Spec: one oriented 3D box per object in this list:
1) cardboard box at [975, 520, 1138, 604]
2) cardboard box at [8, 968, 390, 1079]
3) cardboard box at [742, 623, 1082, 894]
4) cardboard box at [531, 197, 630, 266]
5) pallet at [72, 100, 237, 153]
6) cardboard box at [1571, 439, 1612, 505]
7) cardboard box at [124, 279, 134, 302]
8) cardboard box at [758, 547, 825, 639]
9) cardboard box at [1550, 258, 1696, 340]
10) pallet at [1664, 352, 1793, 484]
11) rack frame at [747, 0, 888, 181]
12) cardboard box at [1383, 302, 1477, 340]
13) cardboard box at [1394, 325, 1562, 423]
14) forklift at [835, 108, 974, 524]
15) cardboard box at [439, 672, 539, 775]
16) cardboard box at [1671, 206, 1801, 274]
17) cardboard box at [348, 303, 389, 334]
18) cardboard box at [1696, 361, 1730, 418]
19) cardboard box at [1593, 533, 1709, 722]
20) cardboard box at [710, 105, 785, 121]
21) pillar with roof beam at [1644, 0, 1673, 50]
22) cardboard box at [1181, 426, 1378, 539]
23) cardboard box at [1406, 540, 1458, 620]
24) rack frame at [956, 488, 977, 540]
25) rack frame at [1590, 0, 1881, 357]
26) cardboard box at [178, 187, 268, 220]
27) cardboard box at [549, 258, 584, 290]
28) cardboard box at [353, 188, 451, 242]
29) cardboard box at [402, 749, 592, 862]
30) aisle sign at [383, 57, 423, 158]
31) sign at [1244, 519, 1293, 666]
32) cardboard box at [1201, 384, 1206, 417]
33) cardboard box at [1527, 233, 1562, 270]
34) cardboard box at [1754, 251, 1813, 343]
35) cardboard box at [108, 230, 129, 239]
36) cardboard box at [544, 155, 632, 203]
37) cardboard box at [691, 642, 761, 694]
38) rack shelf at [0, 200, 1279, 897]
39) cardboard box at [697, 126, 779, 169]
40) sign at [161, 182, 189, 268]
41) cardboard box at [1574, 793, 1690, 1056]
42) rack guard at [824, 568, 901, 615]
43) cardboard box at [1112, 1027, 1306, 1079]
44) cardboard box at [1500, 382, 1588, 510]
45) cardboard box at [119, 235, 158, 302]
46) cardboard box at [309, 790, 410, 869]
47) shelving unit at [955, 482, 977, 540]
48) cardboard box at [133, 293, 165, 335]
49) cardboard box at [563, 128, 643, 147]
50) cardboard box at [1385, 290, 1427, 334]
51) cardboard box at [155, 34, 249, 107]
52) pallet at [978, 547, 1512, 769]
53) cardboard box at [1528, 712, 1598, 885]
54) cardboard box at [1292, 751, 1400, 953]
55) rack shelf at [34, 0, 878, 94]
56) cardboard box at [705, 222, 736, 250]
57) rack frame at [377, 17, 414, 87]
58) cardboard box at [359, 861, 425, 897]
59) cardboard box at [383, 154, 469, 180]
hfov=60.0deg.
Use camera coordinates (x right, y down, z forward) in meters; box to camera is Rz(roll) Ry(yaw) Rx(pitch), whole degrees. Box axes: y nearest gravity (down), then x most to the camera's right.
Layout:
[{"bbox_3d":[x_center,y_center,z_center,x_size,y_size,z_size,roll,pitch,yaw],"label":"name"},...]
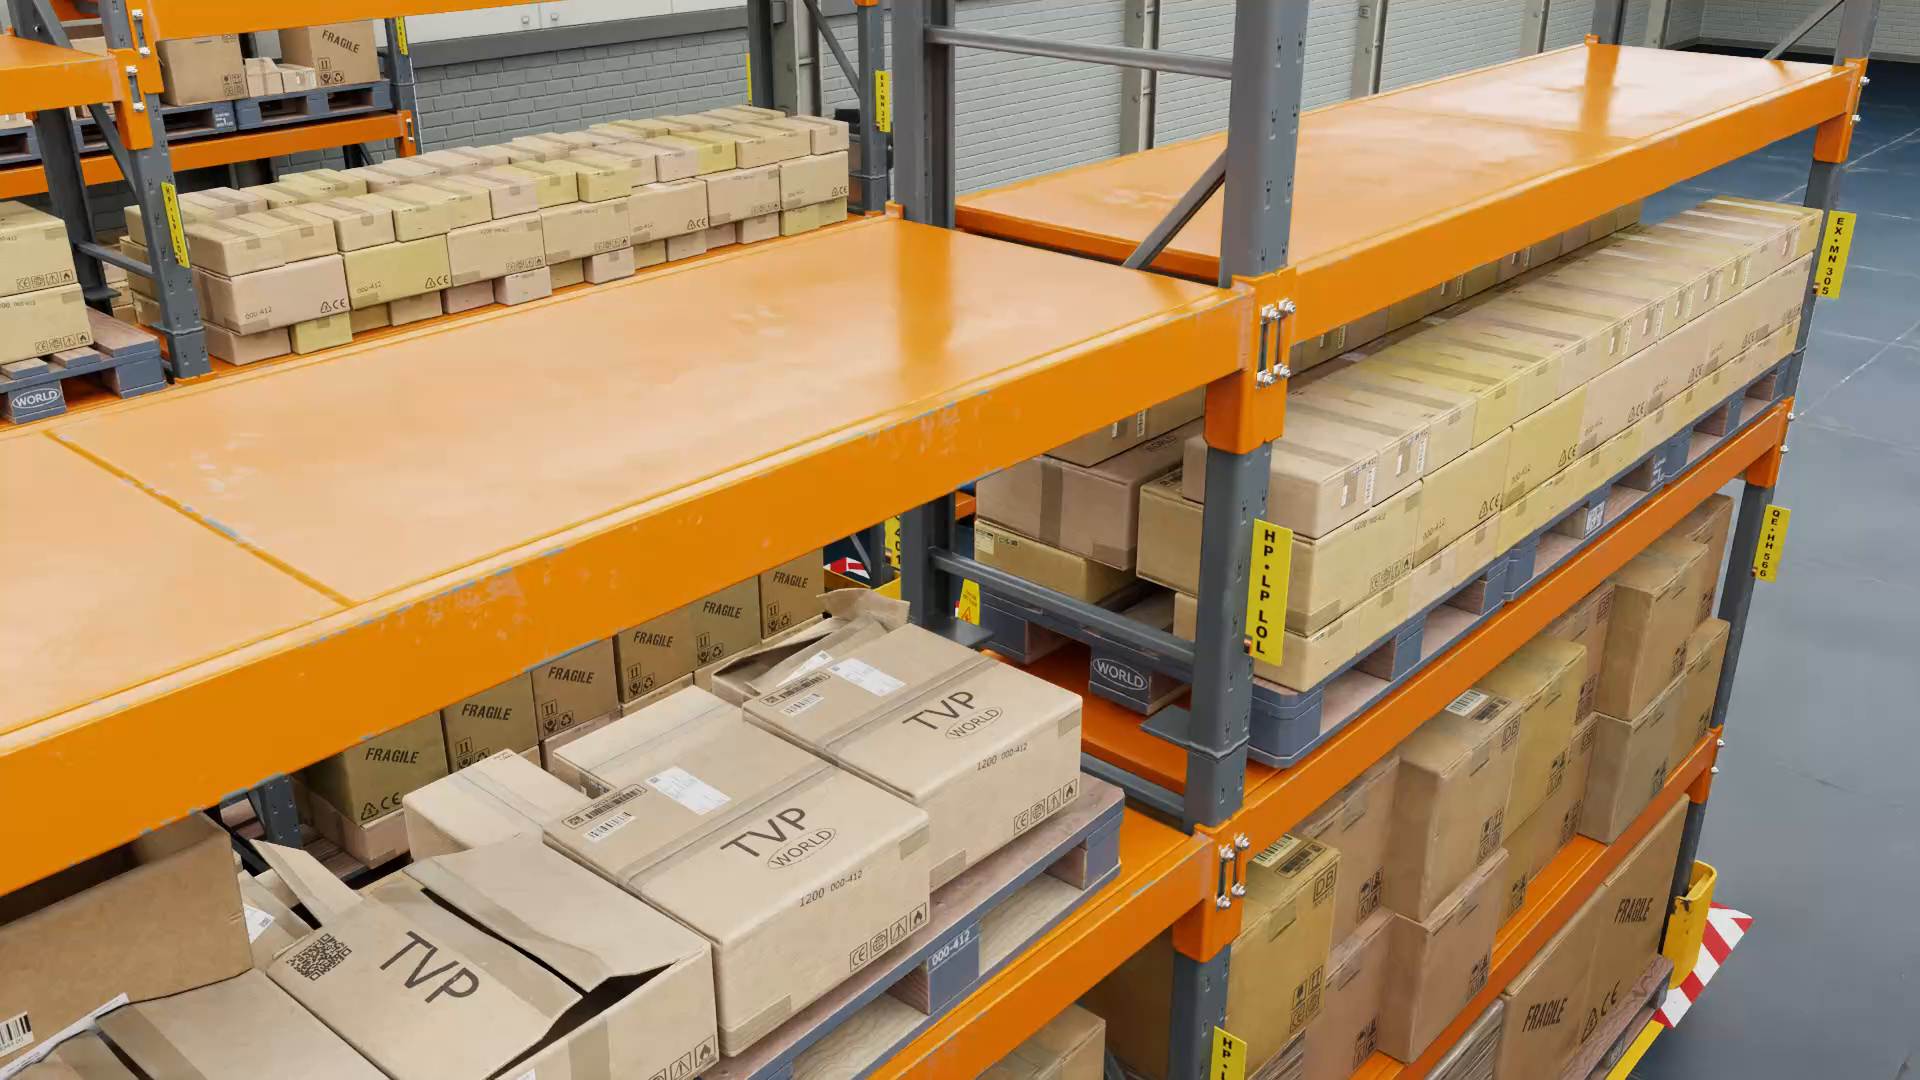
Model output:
[{"bbox_3d":[0.260,0.029,4.496,0.380,0.149,0.250,20,31,37],"label":"cardboard box"},{"bbox_3d":[-1.090,0.902,2.350,0.500,0.311,0.500,19,31,37],"label":"cardboard box"},{"bbox_3d":[-0.097,0.440,3.456,0.500,0.250,0.500,21,31,38],"label":"cardboard box"},{"bbox_3d":[-1.984,-1.561,8.190,0.500,0.250,0.500,21,31,38],"label":"cardboard box"},{"bbox_3d":[-5.833,-2.922,11.514,1.003,0.211,1.213,20,31,38],"label":"pallet"},{"bbox_3d":[1.766,-0.255,5.128,0.380,0.149,0.250,21,31,38],"label":"cardboard box"},{"bbox_3d":[-5.742,-1.789,11.631,0.380,0.149,0.250,19,31,36],"label":"cardboard box"},{"bbox_3d":[-1.169,0.215,10.006,0.500,0.500,0.500,20,31,38],"label":"cardboard box"},{"bbox_3d":[2.104,-0.773,5.309,0.380,0.149,0.250,20,31,37],"label":"cardboard box"},{"bbox_3d":[2.438,-0.600,6.335,1.003,0.211,1.213,20,31,38],"label":"pallet"},{"bbox_3d":[-0.829,-3.559,9.159,1.000,3.000,0.127,20,31,38],"label":"rack frame"},{"bbox_3d":[1.402,-0.635,5.489,0.500,0.250,0.500,20,31,37],"label":"cardboard box"},{"bbox_3d":[1.430,-0.466,4.625,0.380,0.149,0.250,21,31,38],"label":"cardboard box"},{"bbox_3d":[-1.210,-1.617,12.244,3.031,2.935,1.130,-1,24,-3],"label":"forklift"},{"bbox_3d":[-2.555,0.846,8.599,0.500,0.500,0.500,22,32,40],"label":"cardboard box"},{"bbox_3d":[2.785,-1.085,6.004,0.380,0.149,0.250,20,31,38],"label":"cardboard box"},{"bbox_3d":[-2.808,-1.055,7.548,0.380,0.149,0.250,20,31,38],"label":"cardboard box"},{"bbox_3d":[2.447,-0.566,5.823,0.380,0.149,0.250,21,31,38],"label":"cardboard box"},{"bbox_3d":[2.350,0.234,6.531,0.875,0.550,0.550,20,31,38],"label":"cardboard box"},{"bbox_3d":[-1.218,-2.387,9.544,0.380,0.149,0.250,20,31,37],"label":"cardboard box"},{"bbox_3d":[17.564,-12.912,30.019,9.100,9.000,0.400,20,31,38],"label":"pillar with roof beam"},{"bbox_3d":[0.751,-0.155,3.931,0.380,0.149,0.250,20,31,38],"label":"cardboard box"},{"bbox_3d":[1.090,0.054,4.440,0.380,0.149,0.250,20,31,37],"label":"cardboard box"},{"bbox_3d":[0.046,-0.500,12.053,0.200,1.050,0.008,20,31,38],"label":"rack frame"},{"bbox_3d":[2.925,-2.238,6.213,1.000,3.000,0.127,20,31,38],"label":"rack frame"},{"bbox_3d":[-3.333,-1.477,7.515,0.380,0.149,0.250,19,30,36],"label":"cardboard box"},{"bbox_3d":[-2.076,-1.355,8.218,0.380,0.149,0.250,20,31,38],"label":"cardboard box"},{"bbox_3d":[-2.515,-1.465,7.489,0.380,0.149,0.250,20,31,37],"label":"cardboard box"},{"bbox_3d":[-0.874,0.583,3.260,0.380,0.149,0.250,20,31,38],"label":"cardboard box"},{"bbox_3d":[-4.265,-3.302,12.741,0.394,0.787,0.004,20,31,38],"label":"aisle sign"},{"bbox_3d":[0.666,0.115,3.615,0.100,0.325,0.005,20,31,38],"label":"sign"},{"bbox_3d":[0.599,-0.489,4.675,0.380,0.149,0.250,20,31,37],"label":"cardboard box"},{"bbox_3d":[1.957,-1.110,6.061,0.380,0.149,0.250,21,31,38],"label":"cardboard box"},{"bbox_3d":[2.806,-0.948,6.188,0.500,0.250,0.500,21,31,38],"label":"cardboard box"},{"bbox_3d":[-5.965,-2.145,12.061,0.380,0.149,0.250,20,31,38],"label":"cardboard box"},{"bbox_3d":[-1.833,-1.779,8.189,0.380,0.149,0.250,21,32,39],"label":"cardboard box"},{"bbox_3d":[-1.520,0.717,9.803,0.500,0.250,0.500,20,31,38],"label":"cardboard box"},{"bbox_3d":[-1.080,0.101,2.365,1.077,0.370,4.000,20,31,38],"label":"rack shelf"},{"bbox_3d":[-1.192,-2.105,8.915,0.380,0.149,0.250,20,31,37],"label":"cardboard box"},{"bbox_3d":[-3.083,-1.236,6.533,0.100,0.325,0.005,20,31,38],"label":"sign"},{"bbox_3d":[2.521,1.502,7.288,0.875,0.875,0.875,20,31,38],"label":"cardboard box"},{"bbox_3d":[-0.880,0.343,10.846,1.175,0.500,0.348,20,31,38],"label":"rack guard"},{"bbox_3d":[0.493,1.534,4.950,0.875,0.550,0.550,20,31,38],"label":"cardboard box"},{"bbox_3d":[1.462,-0.336,4.821,0.500,0.250,0.500,20,31,37],"label":"cardboard box"},{"bbox_3d":[-3.403,-1.247,7.490,0.500,0.250,0.500,20,31,37],"label":"cardboard box"},{"bbox_3d":[-2.904,1.354,8.382,0.500,0.250,0.500,18,30,35],"label":"cardboard box"},{"bbox_3d":[-0.036,-0.463,11.970,0.215,1.050,0.252,20,31,38],"label":"shelving unit"},{"bbox_3d":[-3.515,-1.036,7.507,0.380,0.149,0.250,20,31,38],"label":"cardboard box"},{"bbox_3d":[-1.904,-2.088,8.879,0.380,0.149,0.250,20,31,37],"label":"cardboard box"},{"bbox_3d":[1.275,-0.798,5.366,0.380,0.149,0.250,21,31,38],"label":"cardboard box"},{"bbox_3d":[-5.400,-3.341,11.582,0.700,0.500,0.500,20,31,38],"label":"cardboard box"},{"bbox_3d":[0.809,0.144,4.677,1.003,0.211,1.213,20,31,38],"label":"pallet"},{"bbox_3d":[1.893,0.866,6.439,0.875,0.550,0.550,20,31,38],"label":"cardboard box"},{"bbox_3d":[0.808,0.855,5.145,0.875,0.550,0.550,20,31,38],"label":"cardboard box"},{"bbox_3d":[-2.164,-2.620,7.948,1.077,0.370,4.000,20,31,38],"label":"rack shelf"},{"bbox_3d":[-1.422,-1.675,8.931,0.380,0.149,0.250,20,31,38],"label":"cardboard box"},{"bbox_3d":[-4.528,-4.913,12.179,1.000,3.000,0.127,20,31,38],"label":"rack frame"},{"bbox_3d":[-2.153,1.669,6.961,0.500,0.500,0.500,20,31,38],"label":"cardboard box"},{"bbox_3d":[-2.634,-1.790,8.214,0.380,0.149,0.250,21,31,38],"label":"cardboard box"}]
